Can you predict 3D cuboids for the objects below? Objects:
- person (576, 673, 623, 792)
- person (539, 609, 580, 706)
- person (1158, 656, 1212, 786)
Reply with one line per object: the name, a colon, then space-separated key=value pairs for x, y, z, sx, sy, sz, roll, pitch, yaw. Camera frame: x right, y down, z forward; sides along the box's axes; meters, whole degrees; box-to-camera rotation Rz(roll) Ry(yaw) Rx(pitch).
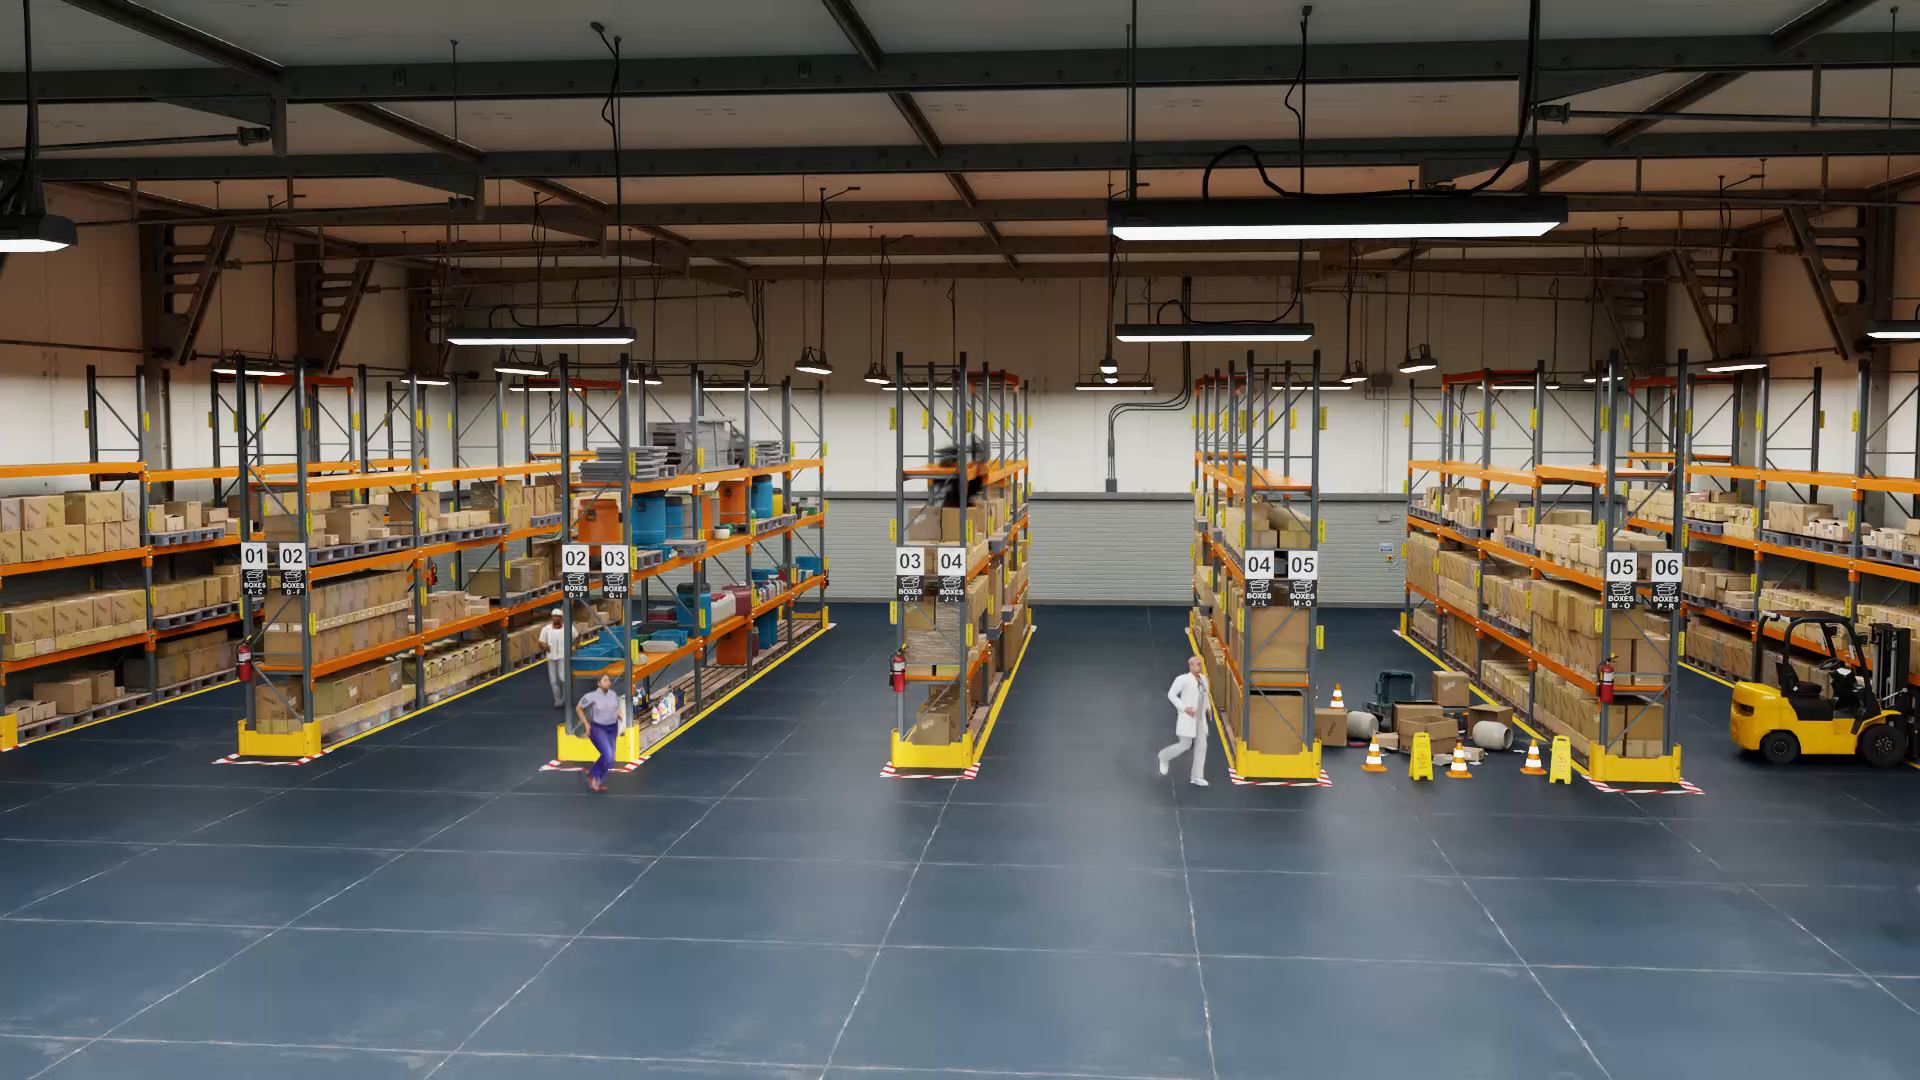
person: x=-4.789 y=2.596 z=22.429 sx=0.612 sy=1.610 sz=0.591 roll=3 pitch=5 yaw=37
person: x=-7.022 y=2.062 z=29.075 sx=0.686 sy=1.725 sz=0.617 roll=0 pitch=4 yaw=-6
person: x=3.237 y=2.492 z=23.139 sx=0.780 sy=1.748 sz=0.964 roll=-3 pitch=5 yaw=-36
